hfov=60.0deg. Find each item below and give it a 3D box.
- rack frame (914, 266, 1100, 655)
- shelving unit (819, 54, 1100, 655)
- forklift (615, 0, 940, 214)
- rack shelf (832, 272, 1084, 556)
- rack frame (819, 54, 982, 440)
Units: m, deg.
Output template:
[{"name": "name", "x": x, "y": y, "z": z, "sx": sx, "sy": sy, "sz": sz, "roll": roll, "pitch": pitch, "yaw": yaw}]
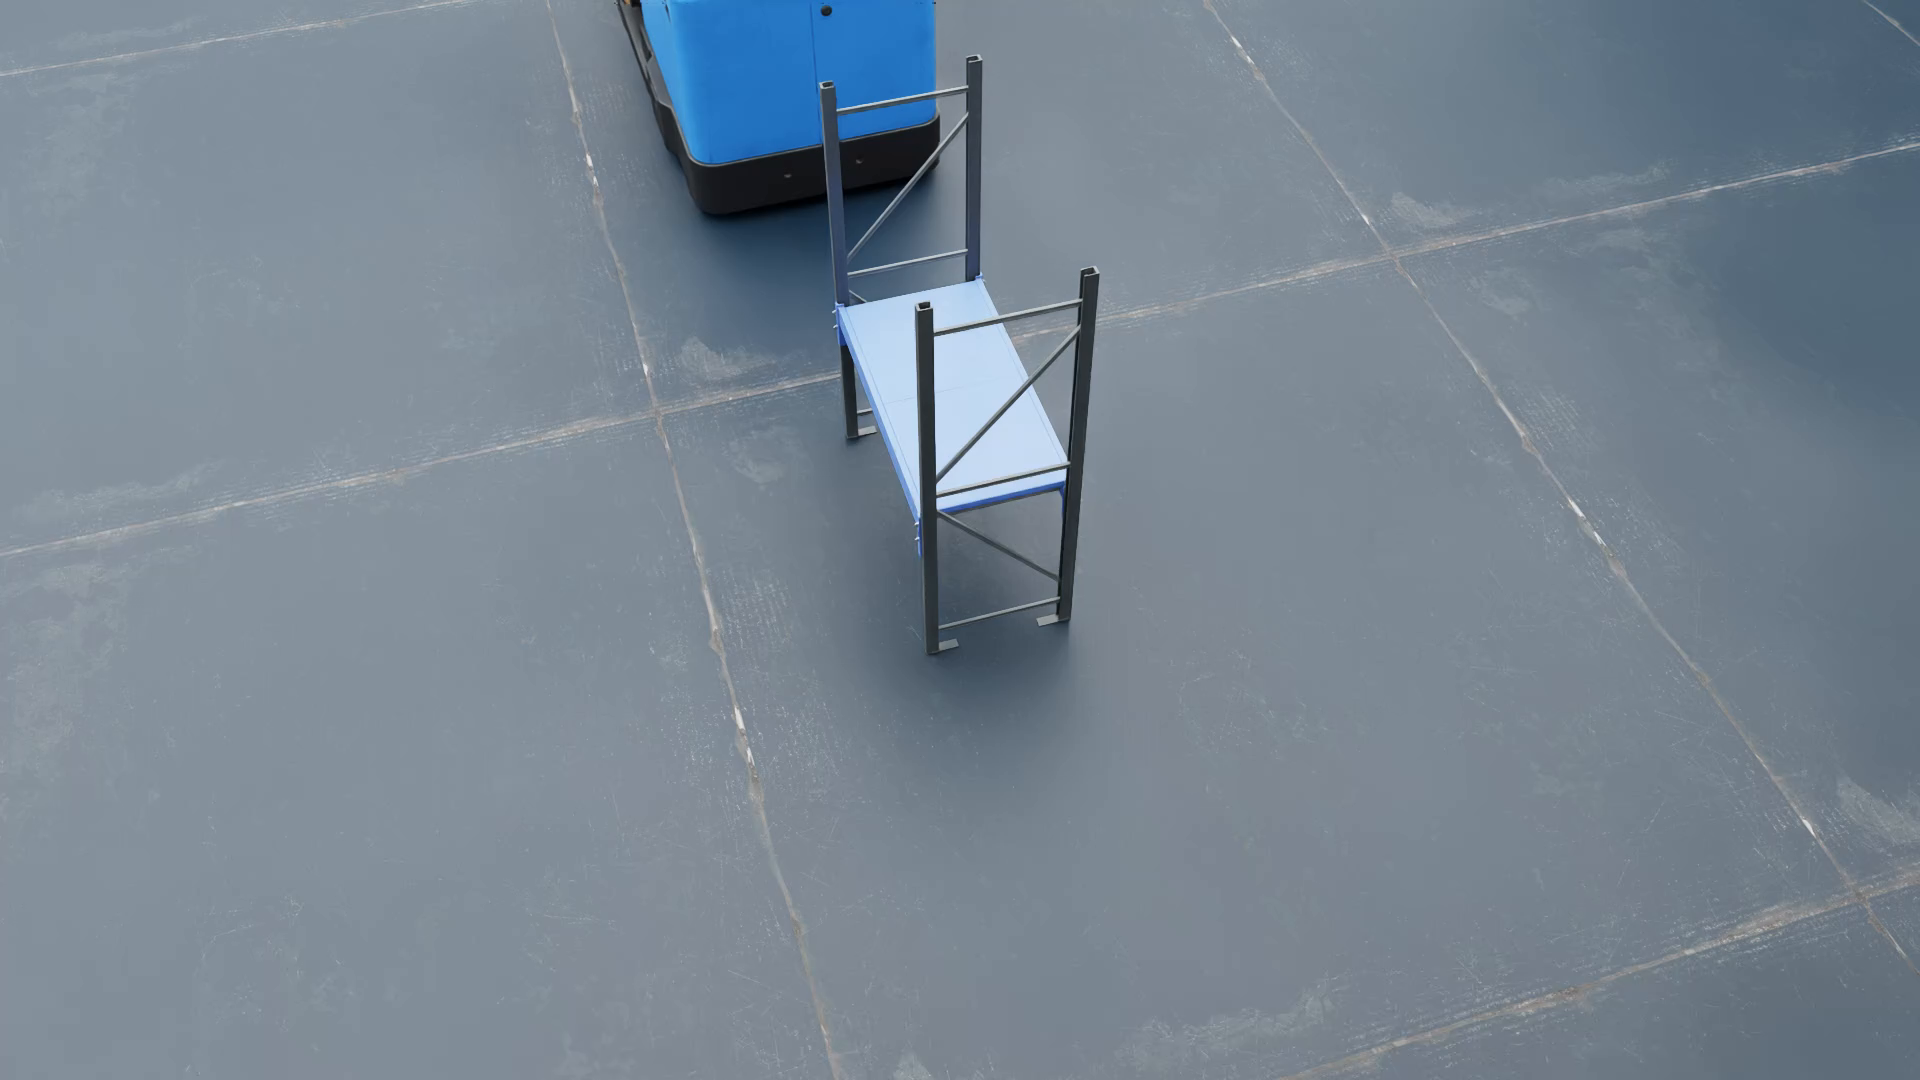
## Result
[{"name": "rack frame", "x": 0.125, "y": -0.174, "z": 4.916, "sx": 0.500, "sy": 1.500, "sz": 0.032, "roll": -13, "pitch": 51, "yaw": -11}, {"name": "shelving unit", "x": -0.025, "y": -0.546, "z": 5.229, "sx": 0.538, "sy": 1.500, "sz": 1.048, "roll": -13, "pitch": 51, "yaw": -11}, {"name": "forklift", "x": -1.024, "y": -3.428, "z": 6.723, "sx": 1.130, "sy": 2.935, "sz": 3.031, "roll": -14, "pitch": 51, "yaw": -12}, {"name": "rack shelf", "x": -0.025, "y": -0.430, "z": 5.367, "sx": 0.538, "sy": 0.185, "sz": 1.000, "roll": -13, "pitch": 51, "yaw": -11}, {"name": "rack frame", "x": -0.176, "y": -0.917, "z": 5.542, "sx": 0.500, "sy": 1.500, "sz": 0.032, "roll": -13, "pitch": 51, "yaw": -11}]
